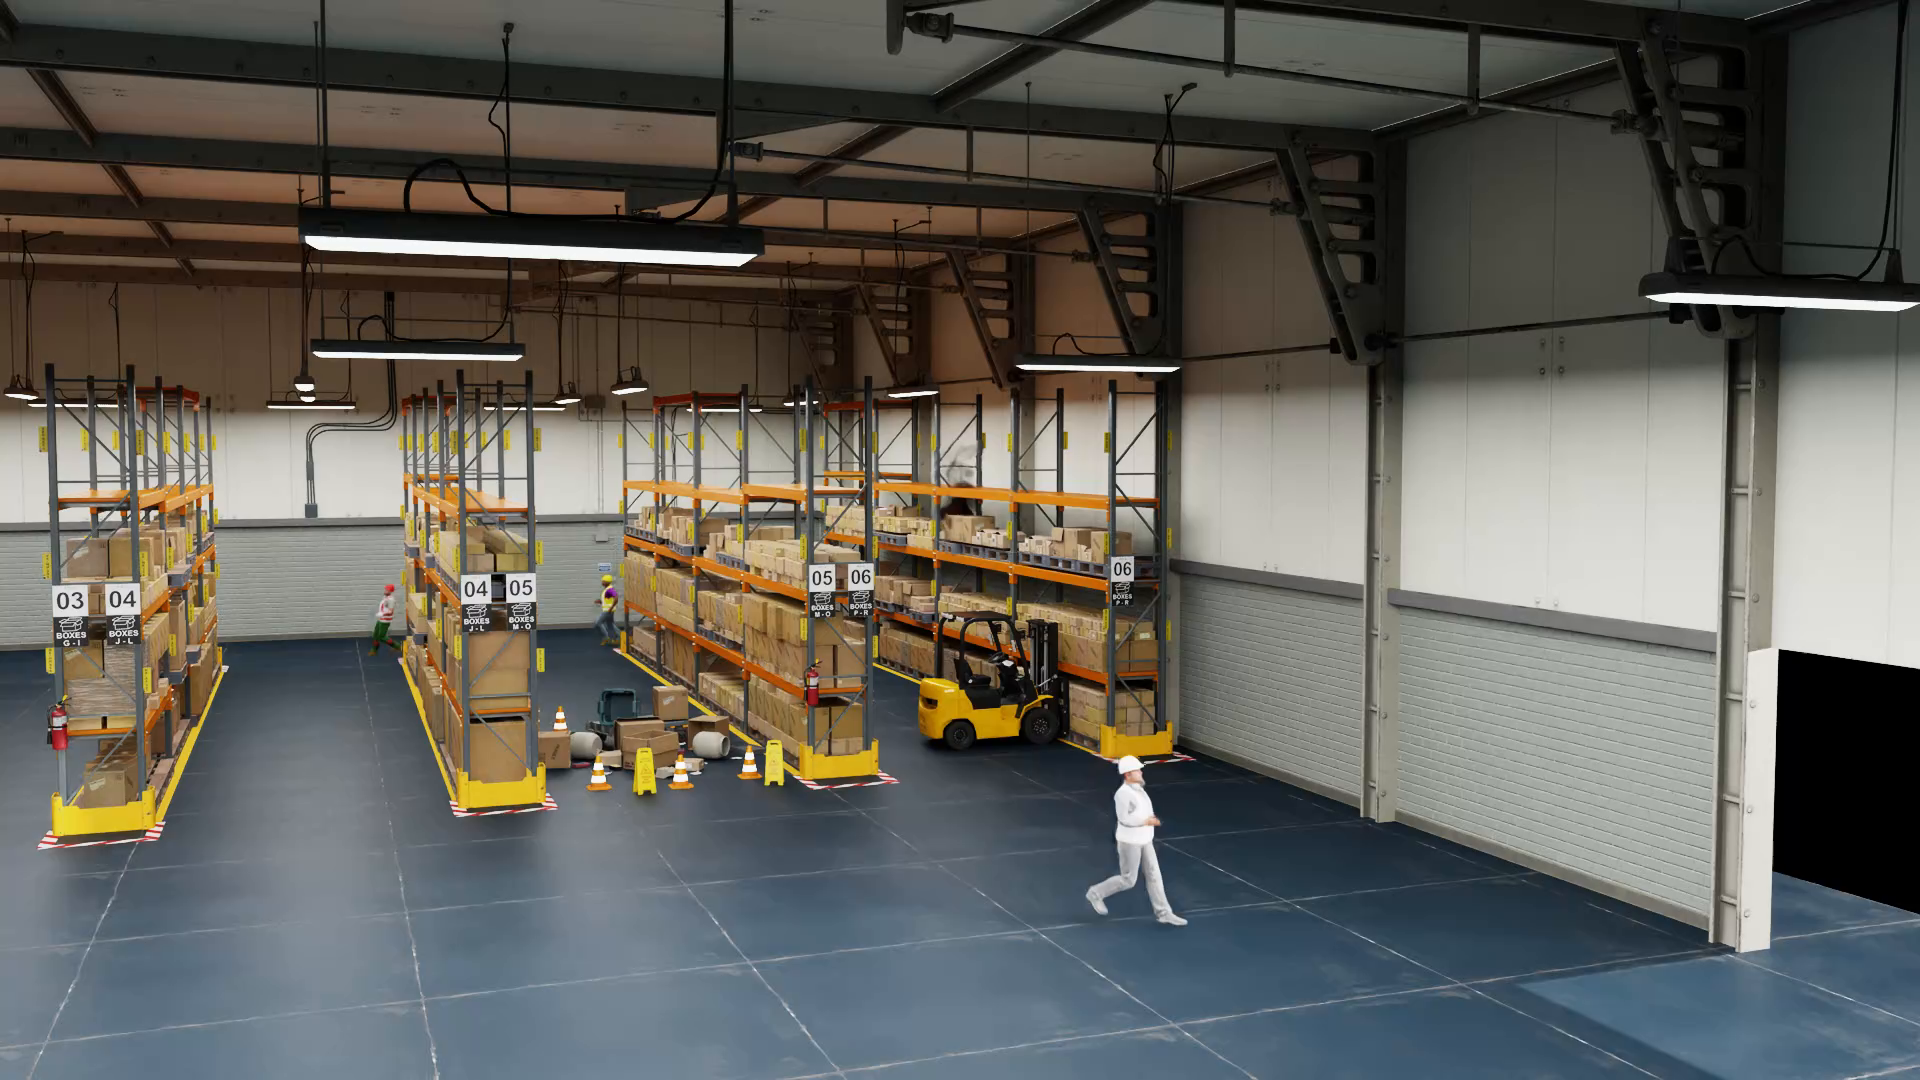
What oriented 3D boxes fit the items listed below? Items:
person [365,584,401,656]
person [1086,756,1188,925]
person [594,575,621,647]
[{"bbox_3d":[-13.459,1.879,38.777,0.802,1.724,0.762,-1,4,-24],"label":"person"},{"bbox_3d":[1.831,3.092,17.189,1.054,1.732,0.672,2,4,26],"label":"person"},{"bbox_3d":[-8.628,1.745,40.820,0.689,1.780,0.733,-1,3,-10],"label":"person"}]
